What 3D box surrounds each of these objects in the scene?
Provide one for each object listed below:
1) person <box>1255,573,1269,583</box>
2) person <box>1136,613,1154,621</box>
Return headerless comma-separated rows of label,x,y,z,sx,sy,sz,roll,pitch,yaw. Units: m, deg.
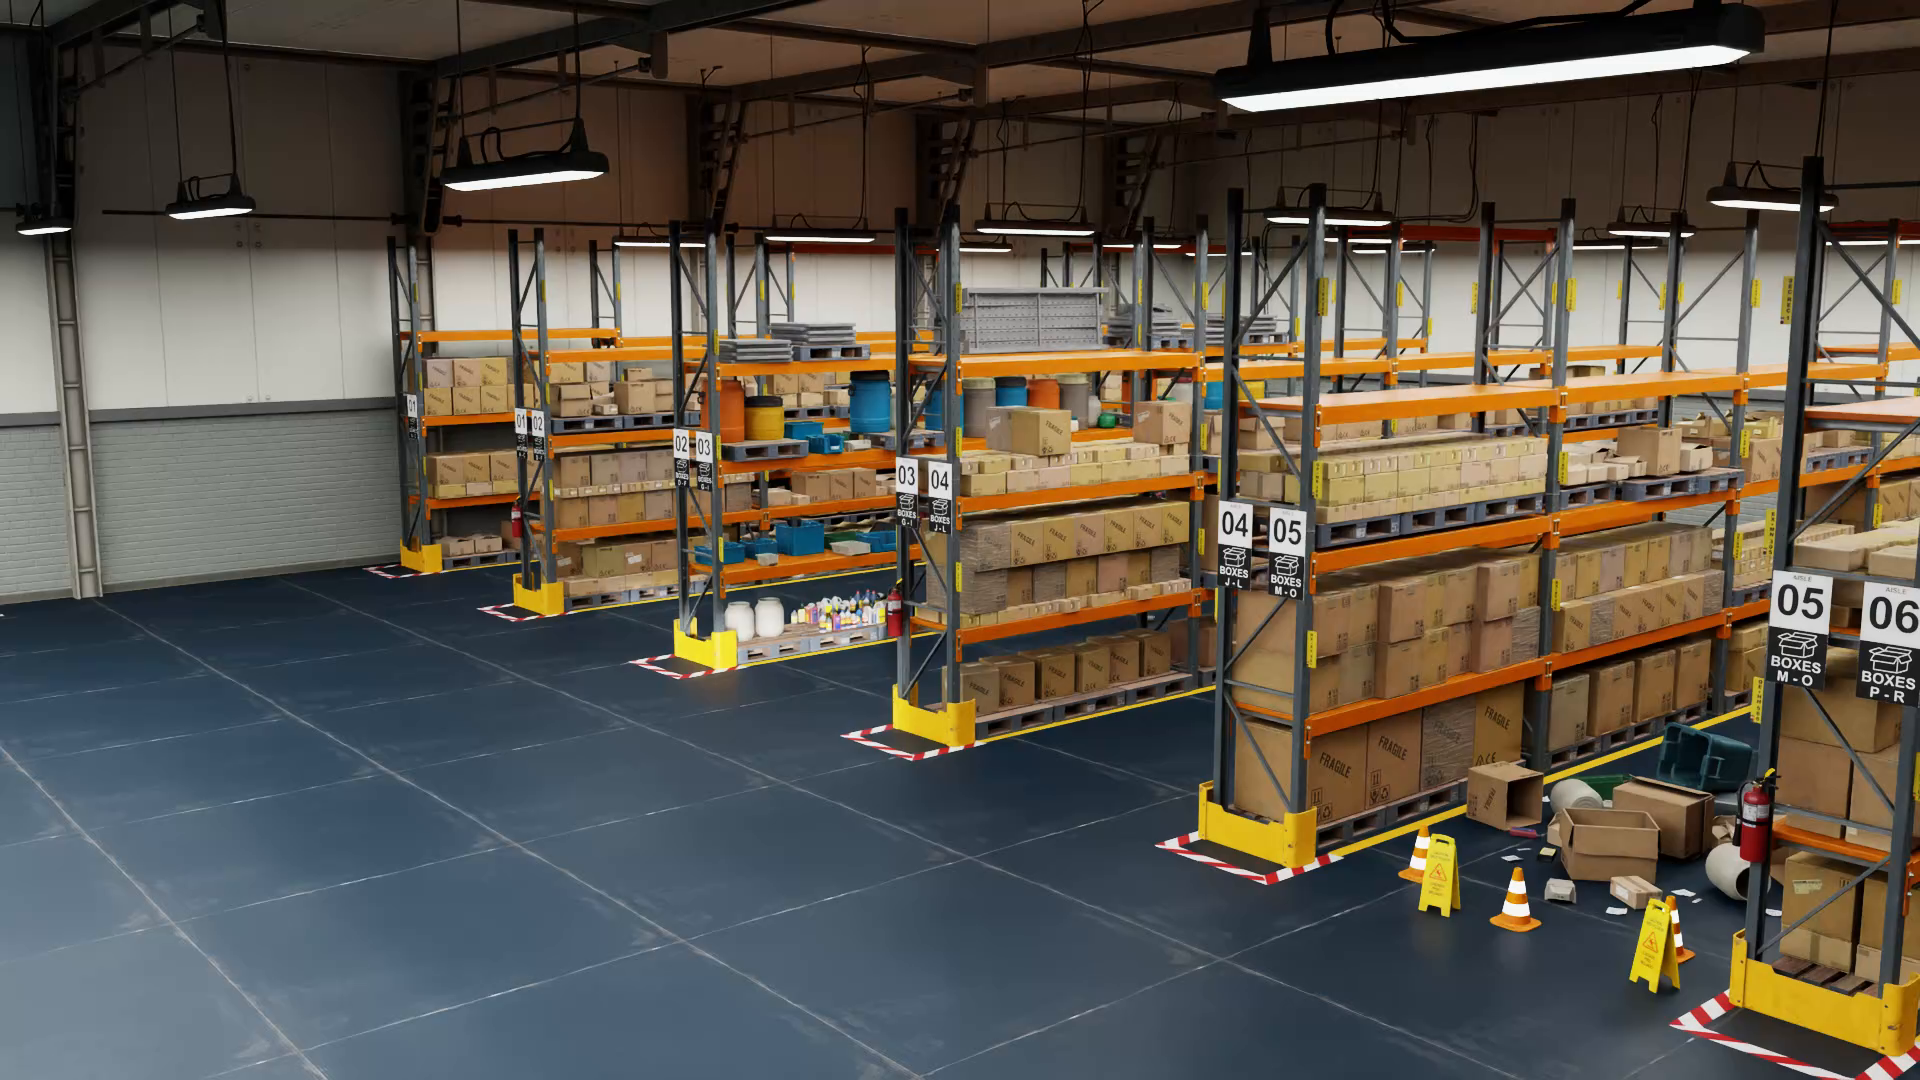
person,3.888,1.207,20.661,0.561,1.636,0.507,-5,10,-29
person,2.823,0.389,25.434,0.500,1.774,0.600,-7,11,-39
